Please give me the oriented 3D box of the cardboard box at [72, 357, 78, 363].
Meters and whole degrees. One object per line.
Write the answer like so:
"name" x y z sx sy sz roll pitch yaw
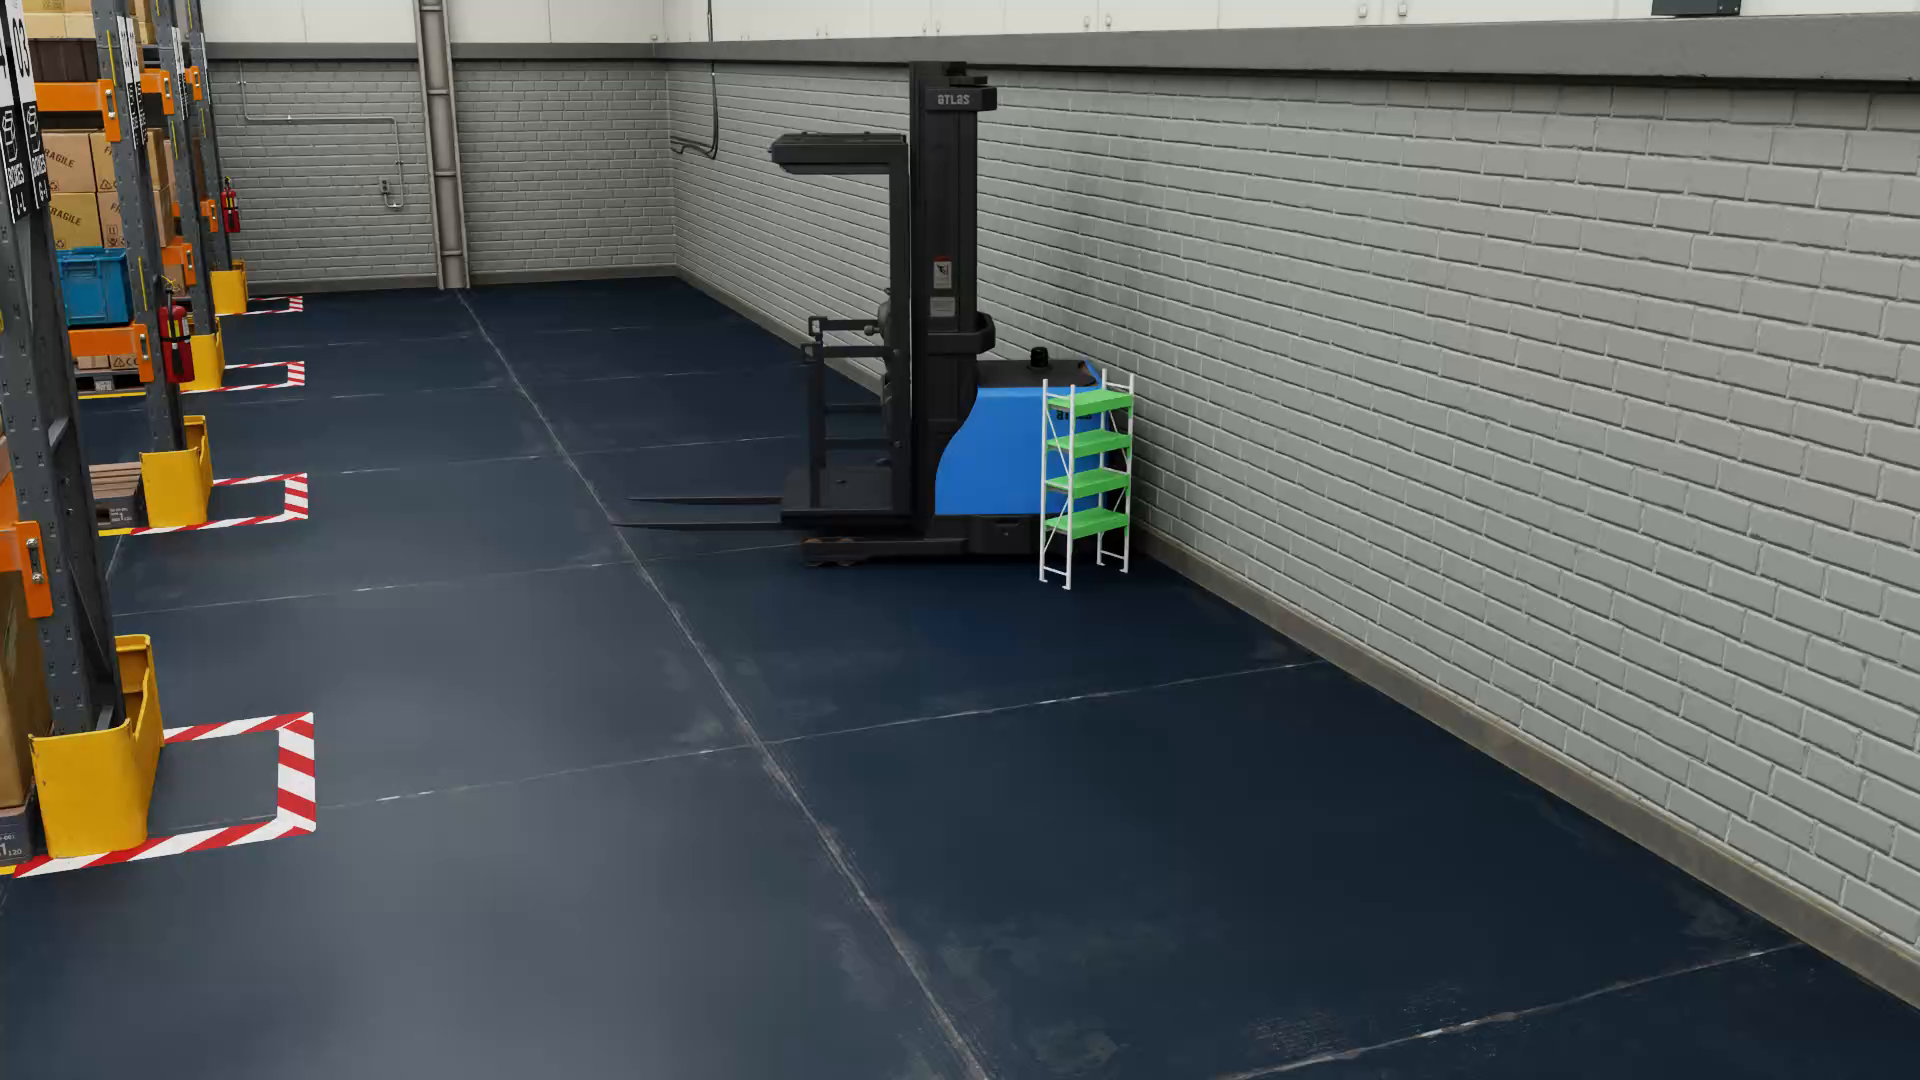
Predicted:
"cardboard box" -8.199 -1.840 15.640 0.500 0.250 0.500 -6 17 -20

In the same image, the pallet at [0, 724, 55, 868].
"pallet" -4.301 1.067 6.590 1.213 0.211 1.003 -6 17 -20

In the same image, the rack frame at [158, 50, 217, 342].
"rack frame" -7.123 -2.979 15.418 0.127 3.000 1.000 -6 17 -20

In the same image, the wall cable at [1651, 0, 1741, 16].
"wall cable" 2.931 -4.457 4.096 0.120 5.999 2.277 -6 17 -20

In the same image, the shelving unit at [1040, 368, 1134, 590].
"shelving unit" 0.739 -0.361 9.695 0.503 1.200 0.258 -14 22 -40

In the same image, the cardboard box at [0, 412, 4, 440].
"cardboard box" -4.127 -0.465 6.598 0.500 0.250 0.500 -7 18 -22

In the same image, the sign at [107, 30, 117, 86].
"sign" -5.142 -2.921 10.084 0.005 0.325 0.100 -6 17 -20

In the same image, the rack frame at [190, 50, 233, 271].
"rack frame" -8.899 -4.282 19.855 0.127 3.000 1.000 -6 17 -20

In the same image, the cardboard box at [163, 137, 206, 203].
"cardboard box" -9.372 -4.372 19.629 0.700 0.700 0.980 -5 17 -18

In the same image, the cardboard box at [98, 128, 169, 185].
"cardboard box" -7.632 -3.531 15.347 0.500 0.500 0.500 -6 17 -18

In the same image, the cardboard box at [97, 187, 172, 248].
"cardboard box" -7.444 -2.910 15.007 0.500 0.500 0.500 -6 17 -18

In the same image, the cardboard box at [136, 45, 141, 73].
"cardboard box" -7.509 -4.225 14.604 0.500 0.250 0.500 -6 17 -20

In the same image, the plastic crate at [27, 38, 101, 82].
"plastic crate" -5.813 -3.086 10.692 0.590 0.269 0.497 -6 17 -20

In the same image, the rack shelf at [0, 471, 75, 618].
"rack shelf" -5.449 0.175 5.956 4.000 0.370 1.077 -6 17 -20

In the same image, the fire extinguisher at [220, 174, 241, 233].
"fire extinguisher" -8.593 -3.960 19.557 0.183 0.674 0.296 -6 17 -20

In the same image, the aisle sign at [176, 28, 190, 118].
"aisle sign" -7.165 -4.310 15.339 0.004 0.787 0.394 -6 17 -20

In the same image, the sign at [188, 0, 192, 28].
"sign" -8.718 -5.964 18.828 0.005 0.325 0.100 -6 17 -20

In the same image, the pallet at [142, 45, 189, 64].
"pallet" -9.588 -5.601 19.181 1.213 0.211 1.003 -6 17 -20

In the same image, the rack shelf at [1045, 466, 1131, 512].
"rack shelf" 0.738 -0.300 9.713 0.480 0.148 0.258 -14 22 -40

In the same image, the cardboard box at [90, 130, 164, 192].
"cardboard box" -7.440 -3.389 14.864 0.500 0.500 0.500 -6 18 -21

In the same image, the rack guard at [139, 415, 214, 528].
"rack guard" -5.336 -0.482 11.351 0.348 0.500 1.175 -6 17 -20

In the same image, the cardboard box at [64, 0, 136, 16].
"cardboard box" -7.597 -4.890 14.650 0.500 0.500 0.700 -6 17 -20

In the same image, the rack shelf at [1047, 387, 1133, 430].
"rack shelf" 0.740 -0.760 9.576 0.480 0.148 0.258 -14 22 -40

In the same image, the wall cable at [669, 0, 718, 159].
"wall cable" -3.490 -6.147 21.069 0.112 2.526 3.097 -6 17 -20

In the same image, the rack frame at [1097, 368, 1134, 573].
"rack frame" 0.920 -0.407 9.851 0.015 1.200 0.240 -14 22 -40

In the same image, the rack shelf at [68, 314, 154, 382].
"rack shelf" -7.222 -1.128 10.394 4.000 0.370 1.077 -6 17 -20

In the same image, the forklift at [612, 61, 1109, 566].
"forklift" -0.624 -1.399 10.161 3.031 2.935 1.130 -1 16 -2

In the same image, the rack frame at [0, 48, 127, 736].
"rack frame" -3.582 -0.372 6.542 0.127 3.000 1.000 -6 17 -20

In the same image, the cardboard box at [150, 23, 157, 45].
"cardboard box" -9.669 -5.889 19.350 0.500 0.250 0.500 -5 17 -17

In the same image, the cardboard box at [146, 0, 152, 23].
"cardboard box" -9.667 -6.248 19.241 0.500 0.500 0.500 -7 18 -22

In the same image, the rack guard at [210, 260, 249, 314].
"rack guard" -8.877 -3.085 20.216 0.348 0.500 1.175 -6 17 -20

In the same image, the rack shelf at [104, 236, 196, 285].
"rack shelf" -8.991 -2.432 14.833 4.000 0.370 1.077 -6 17 -20

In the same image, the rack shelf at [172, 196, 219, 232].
"rack shelf" -10.767 -3.735 19.270 4.000 0.370 1.077 -6 17 -20

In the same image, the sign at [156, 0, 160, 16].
"sign" -6.943 -4.695 14.367 0.005 0.325 0.100 -6 17 -20

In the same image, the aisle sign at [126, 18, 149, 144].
"aisle sign" -5.393 -3.008 10.904 0.004 0.787 0.394 -6 17 -20

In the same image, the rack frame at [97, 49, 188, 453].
"rack frame" -5.354 -1.675 10.979 0.127 3.000 1.000 -6 17 -20

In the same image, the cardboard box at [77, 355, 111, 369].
"cardboard box" -7.953 -1.694 15.290 0.250 0.166 0.380 -6 17 -20

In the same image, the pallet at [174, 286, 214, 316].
"pallet" -9.618 -2.843 19.904 1.213 0.211 1.003 -6 17 -20

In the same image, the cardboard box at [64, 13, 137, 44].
"cardboard box" -7.512 -4.467 14.542 0.500 0.250 0.500 -6 17 -20

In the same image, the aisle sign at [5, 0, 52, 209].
"aisle sign" -3.622 -1.706 6.469 0.004 0.787 0.394 -6 17 -20
